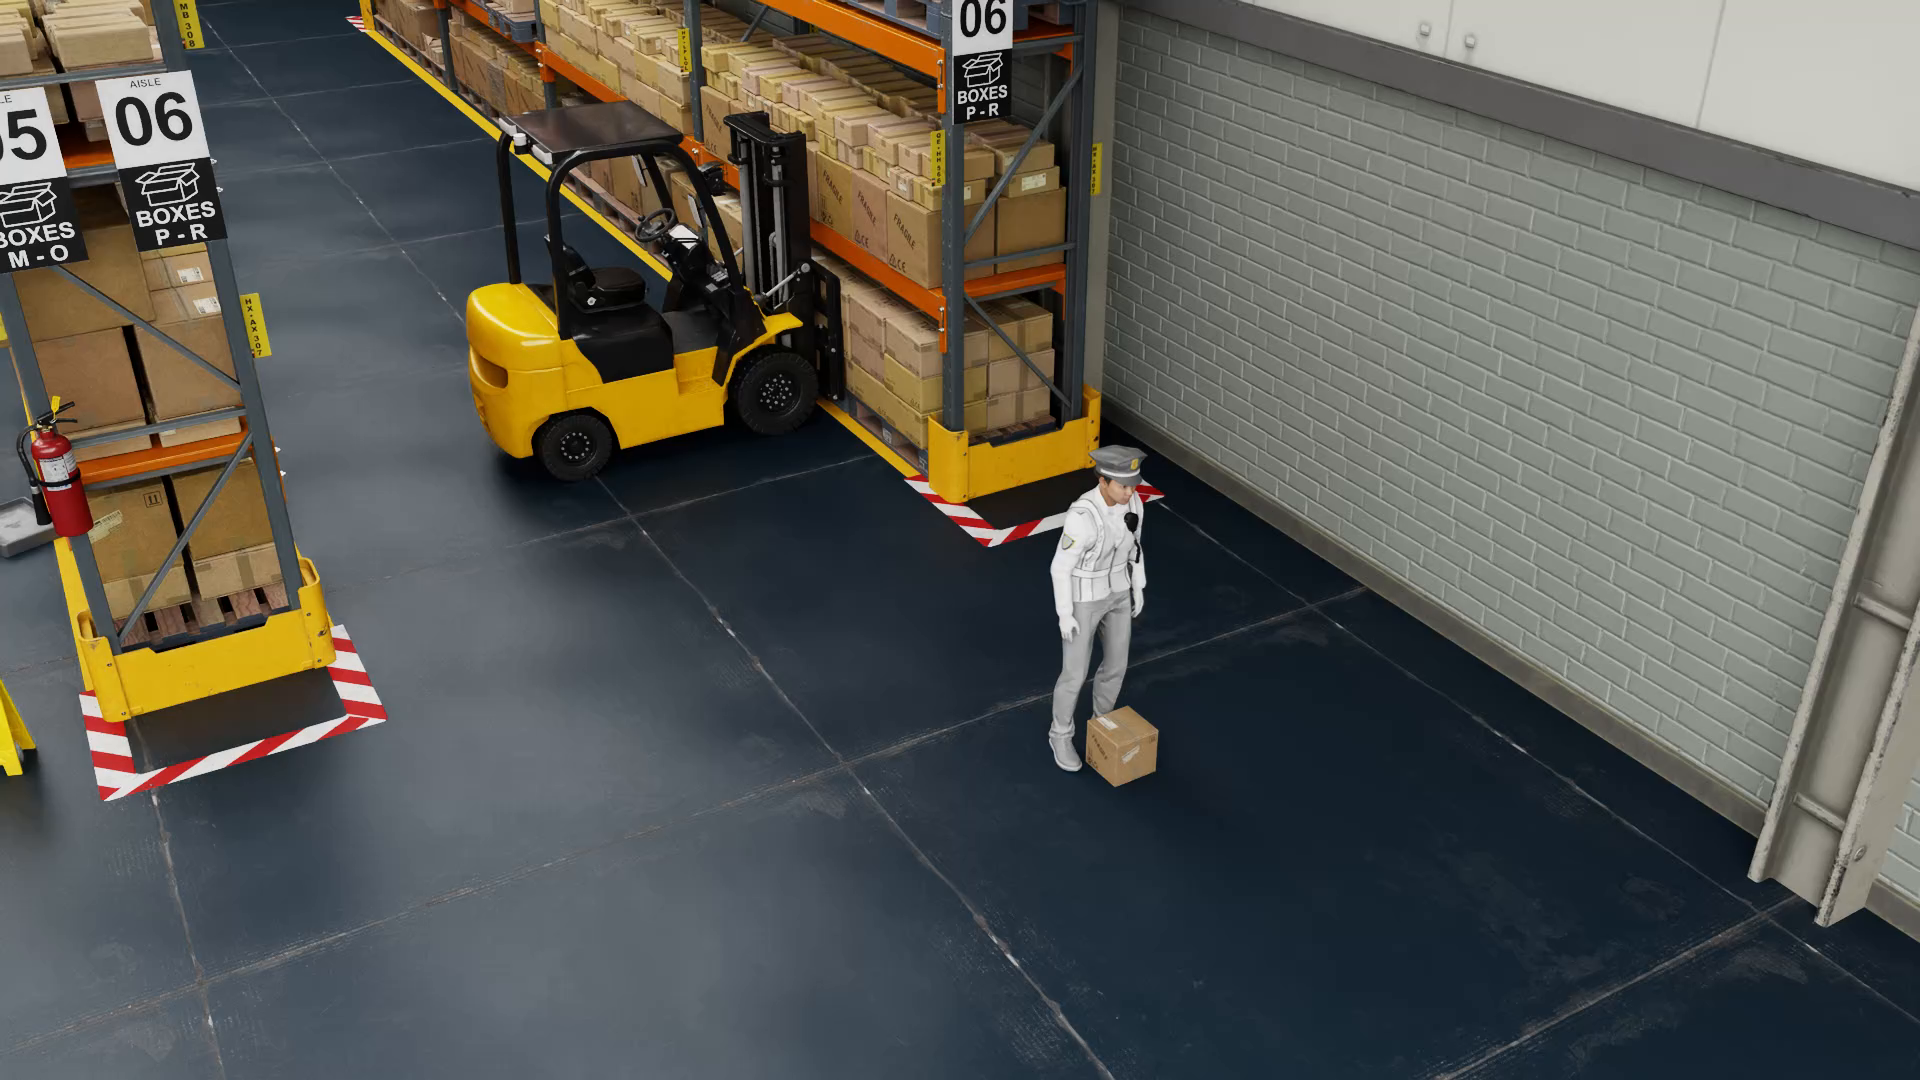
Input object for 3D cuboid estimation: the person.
[{"bbox_3d":[0.673,0.295,8.022,0.546,1.664,0.375,-18,34,-29],"label":"person"}]
